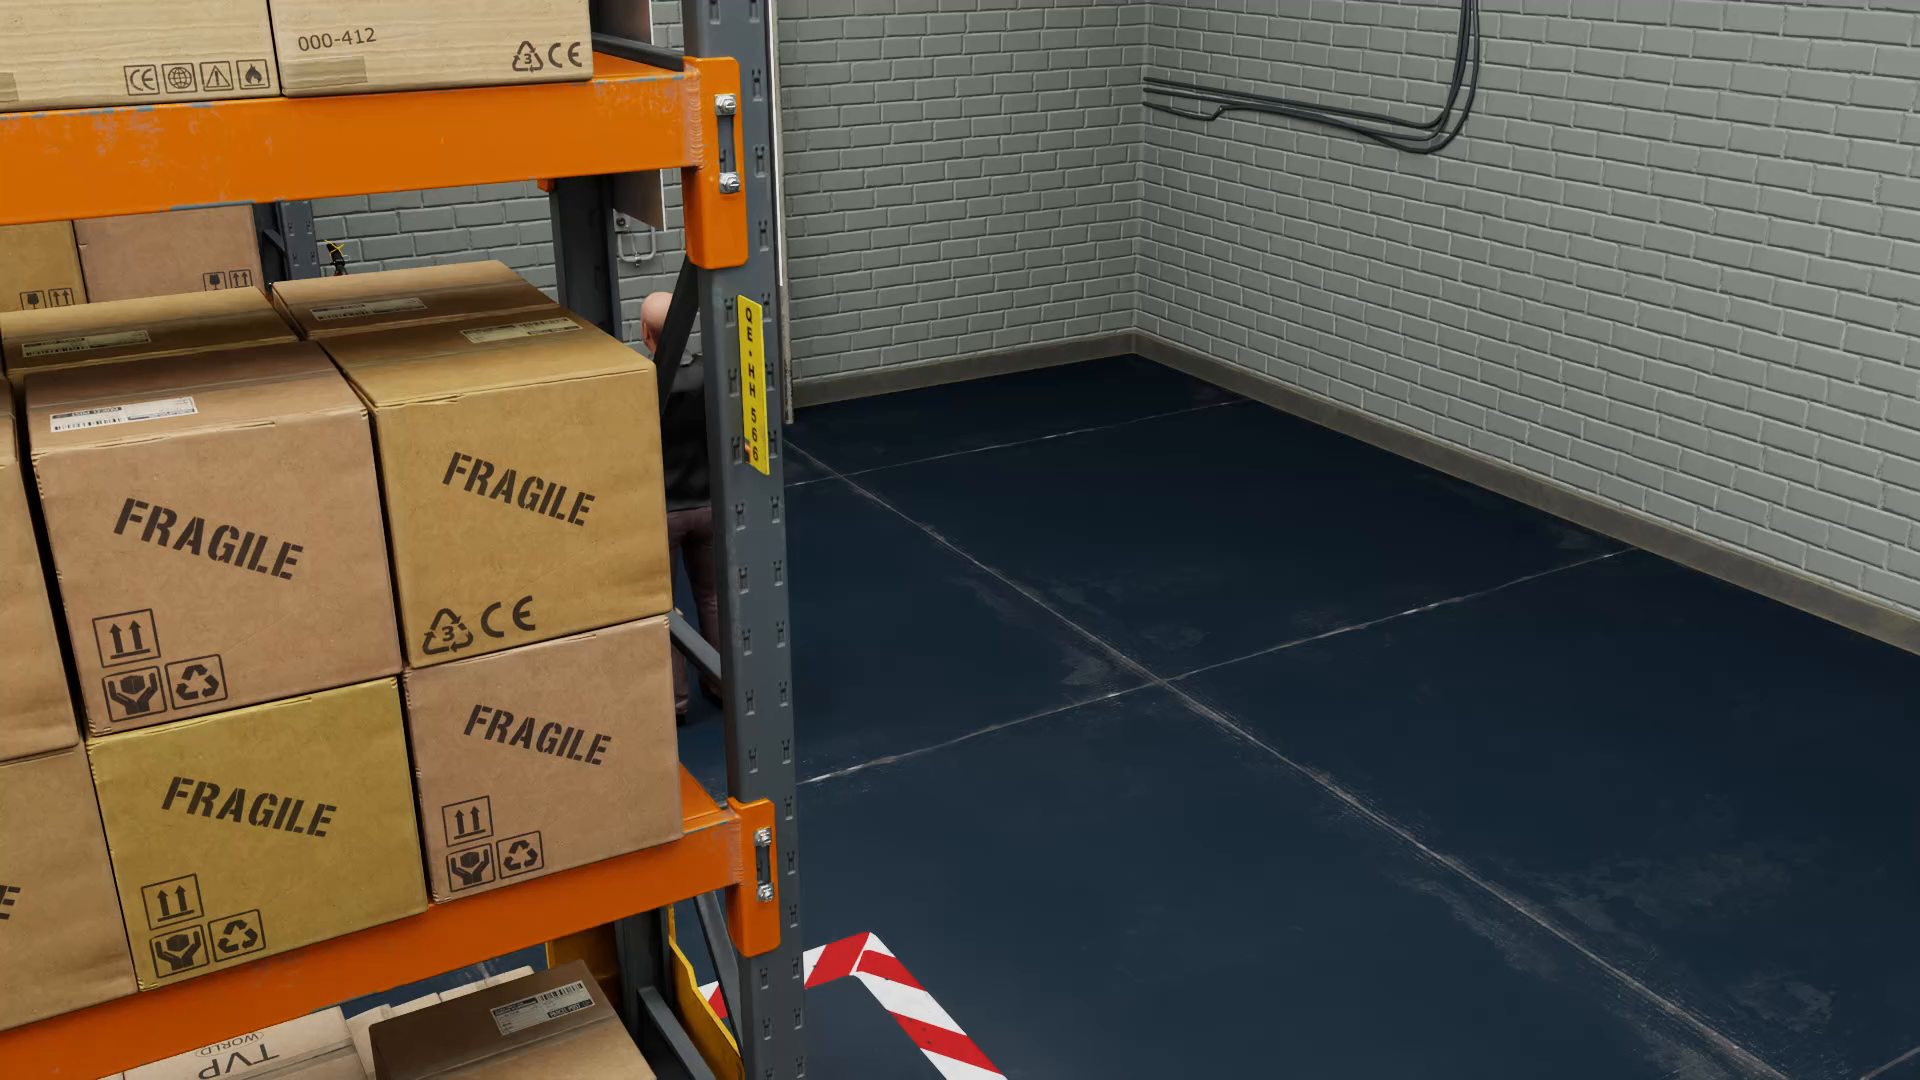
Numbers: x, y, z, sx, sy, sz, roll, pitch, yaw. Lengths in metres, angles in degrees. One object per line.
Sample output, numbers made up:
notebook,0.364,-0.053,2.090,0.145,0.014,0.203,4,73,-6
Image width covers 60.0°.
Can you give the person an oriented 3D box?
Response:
person,-1.109,-0.119,6.429,0.531,1.715,0.354,-12,24,-27
